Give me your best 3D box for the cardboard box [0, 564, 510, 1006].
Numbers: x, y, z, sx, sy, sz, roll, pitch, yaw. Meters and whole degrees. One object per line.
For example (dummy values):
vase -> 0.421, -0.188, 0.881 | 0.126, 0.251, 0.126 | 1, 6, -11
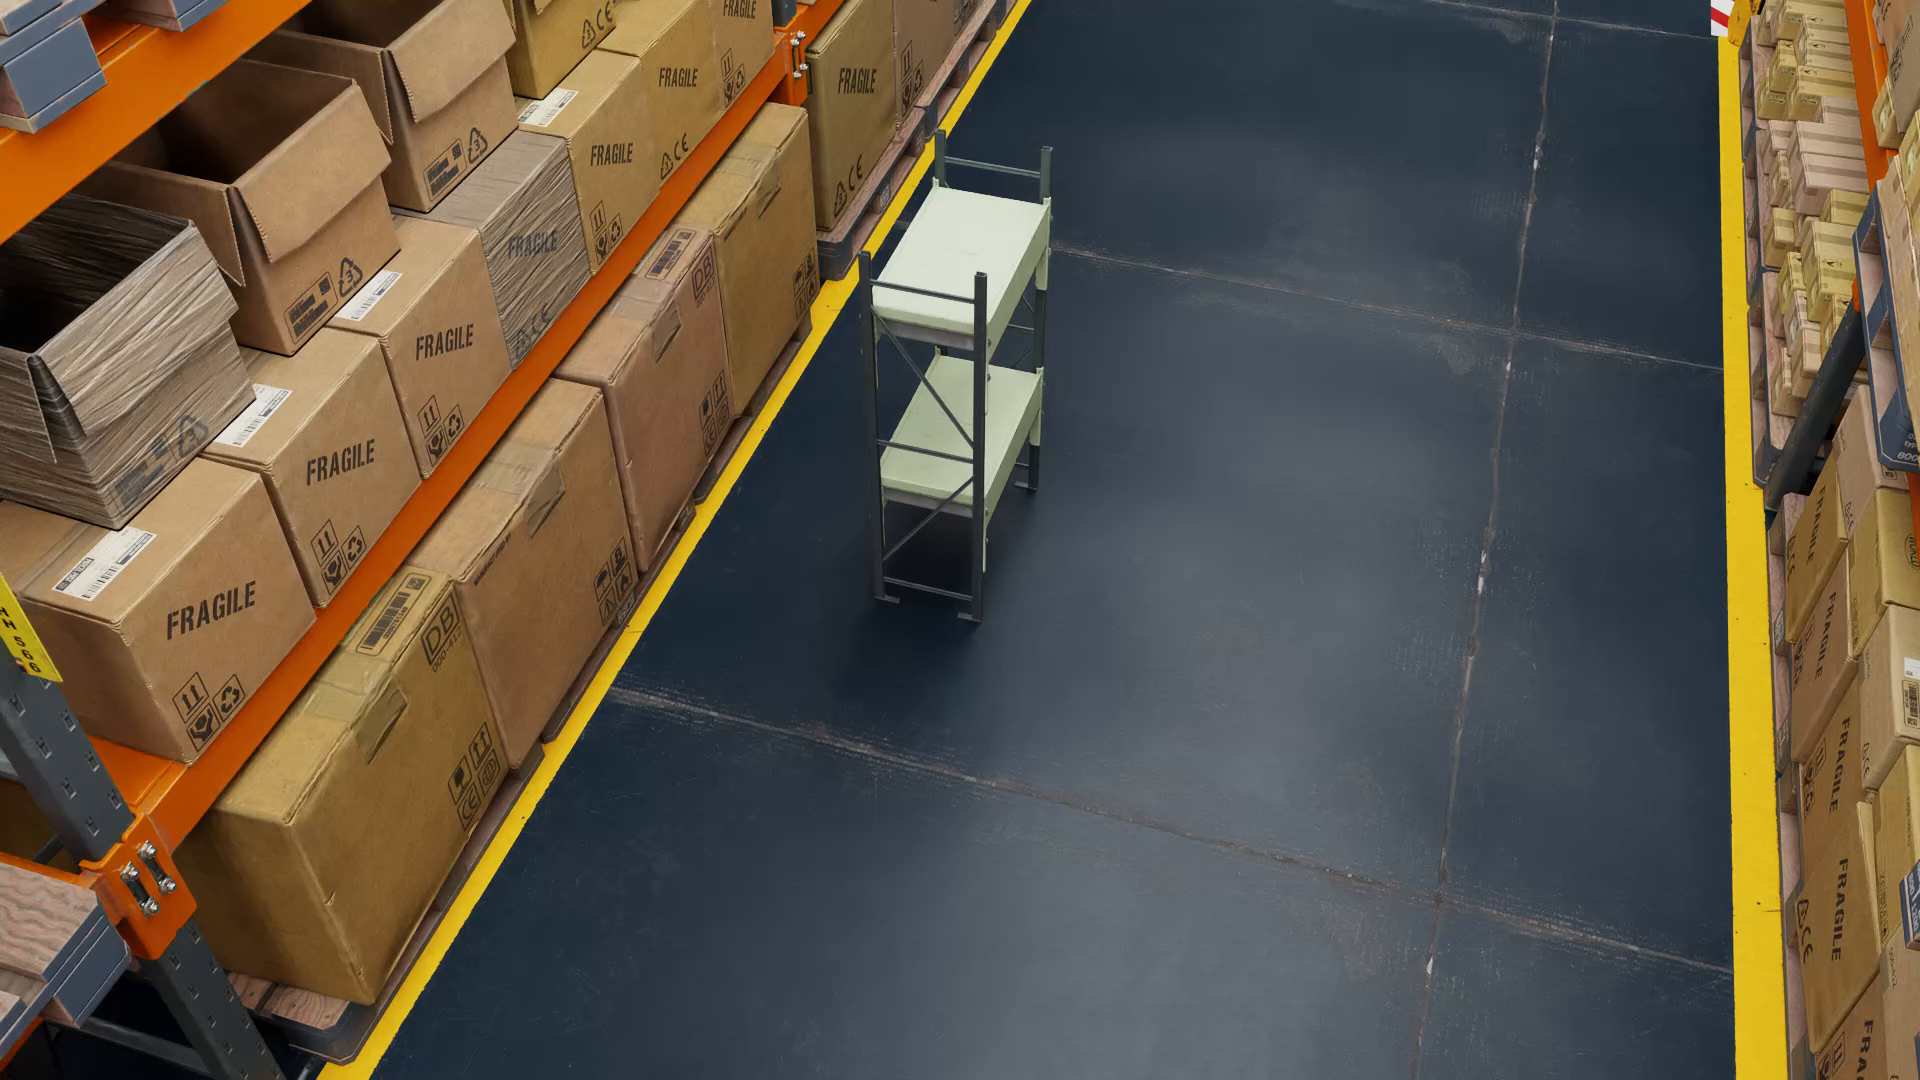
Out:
cardboard box -> -2.108, 0.585, 4.727 | 1.225, 0.875, 0.875 | 11, 45, 11

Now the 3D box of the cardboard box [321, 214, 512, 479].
cardboard box -> -1.625, -0.558, 4.604 | 0.500, 0.500, 0.500 | 12, 46, 12

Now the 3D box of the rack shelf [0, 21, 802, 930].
rack shelf -> -1.732, -0.645, 5.279 | 1.077, 0.370, 4.000 | 13, 46, 13

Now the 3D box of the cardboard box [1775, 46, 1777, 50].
cardboard box -> 4.317, -2.442, 8.338 | 0.380, 0.149, 0.250 | 12, 46, 12

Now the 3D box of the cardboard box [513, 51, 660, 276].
cardboard box -> -1.315, -1.223, 5.284 | 0.500, 0.500, 0.500 | 12, 46, 12

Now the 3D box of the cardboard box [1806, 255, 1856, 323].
cardboard box -> 3.470, -0.932, 6.371 | 0.380, 0.149, 0.250 | 13, 46, 13

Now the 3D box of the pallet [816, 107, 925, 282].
pallet -> -0.821, -1.729, 7.866 | 1.003, 0.211, 1.213 | 13, 46, 13

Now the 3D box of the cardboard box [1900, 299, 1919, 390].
cardboard box -> 2.778, -0.494, 4.489 | 0.380, 0.149, 0.250 | 13, 46, 13

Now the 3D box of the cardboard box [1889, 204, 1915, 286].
cardboard box -> 2.934, -0.826, 4.829 | 0.380, 0.149, 0.250 | 13, 46, 13

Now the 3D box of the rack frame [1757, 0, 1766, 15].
rack frame -> 4.782, -3.784, 7.972 | 1.000, 3.000, 0.127 | 13, 46, 13

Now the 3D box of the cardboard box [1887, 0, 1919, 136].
cardboard box -> 3.448, -1.642, 5.499 | 0.500, 0.500, 0.500 | 13, 46, 13

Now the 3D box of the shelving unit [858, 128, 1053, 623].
shelving unit -> -0.002, -0.532, 5.721 | 0.431, 1.500, 0.755 | 13, 46, 12

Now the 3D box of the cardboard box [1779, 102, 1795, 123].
cardboard box -> 4.080, -1.937, 7.823 | 0.380, 0.149, 0.250 | 13, 46, 13

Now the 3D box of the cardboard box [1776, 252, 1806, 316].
cardboard box -> 3.497, -0.998, 6.650 | 0.380, 0.149, 0.250 | 11, 45, 11

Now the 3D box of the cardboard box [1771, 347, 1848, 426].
cardboard box -> 3.365, -0.582, 6.438 | 0.380, 0.149, 0.250 | 13, 46, 13

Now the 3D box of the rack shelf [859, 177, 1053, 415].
rack shelf -> -0.002, -0.811, 5.448 | 0.431, 0.370, 0.720 | 13, 46, 12

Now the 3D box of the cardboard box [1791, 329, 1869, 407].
cardboard box -> 3.363, -0.632, 6.277 | 0.380, 0.149, 0.250 | 13, 46, 13

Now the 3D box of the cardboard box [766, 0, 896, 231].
cardboard box -> -0.850, -2.049, 7.418 | 0.875, 0.875, 0.875 | 13, 46, 13

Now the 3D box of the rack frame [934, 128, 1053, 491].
rack frame -> 0.109, -0.776, 5.970 | 0.400, 1.500, 0.023 | 13, 46, 12

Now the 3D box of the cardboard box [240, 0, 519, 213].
cardboard box -> -1.704, -1.329, 4.675 | 0.797, 0.503, 0.637 | 14, 46, 14

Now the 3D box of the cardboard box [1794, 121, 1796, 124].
cardboard box -> 4.081, -2.029, 7.704 | 0.380, 0.149, 0.250 | 11, 45, 11

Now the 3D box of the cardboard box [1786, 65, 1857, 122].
cardboard box -> 3.920, -1.969, 7.430 | 0.380, 0.149, 0.250 | 13, 46, 13

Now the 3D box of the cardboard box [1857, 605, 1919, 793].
cardboard box -> 2.777, 0.489, 4.556 | 0.500, 0.250, 0.500 | 14, 46, 14

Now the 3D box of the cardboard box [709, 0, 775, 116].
cardboard box -> -1.007, -1.901, 5.977 | 0.500, 0.500, 0.500 | 13, 46, 13

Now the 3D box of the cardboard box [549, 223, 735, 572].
cardboard box -> -1.571, -0.599, 5.937 | 1.225, 0.875, 0.875 | 11, 45, 11

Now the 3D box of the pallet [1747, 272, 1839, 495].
pallet -> 3.740, -0.576, 6.688 | 1.003, 0.211, 1.213 | 13, 46, 13

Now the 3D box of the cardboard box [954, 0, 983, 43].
cardboard box -> -0.308, -3.242, 8.637 | 0.875, 0.875, 0.875 | 13, 46, 13

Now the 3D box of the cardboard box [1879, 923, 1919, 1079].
cardboard box -> 2.459, 1.174, 3.857 | 0.500, 0.250, 0.500 | 13, 46, 13

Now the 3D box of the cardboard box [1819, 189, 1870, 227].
cardboard box -> 3.691, -1.256, 6.702 | 0.380, 0.149, 0.250 | 14, 46, 14

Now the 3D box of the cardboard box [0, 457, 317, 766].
cardboard box -> -1.931, 0.129, 3.902 | 0.500, 0.500, 0.500 | 14, 46, 14

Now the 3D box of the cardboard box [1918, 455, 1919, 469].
cardboard box -> 2.622, -0.141, 4.129 | 0.380, 0.149, 0.250 | 12, 46, 12

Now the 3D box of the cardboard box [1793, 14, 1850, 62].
cardboard box -> 4.136, -2.317, 7.786 | 0.380, 0.149, 0.250 | 10, 45, 11

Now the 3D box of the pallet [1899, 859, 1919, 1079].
pallet -> 2.473, 1.120, 3.098 | 1.213, 0.211, 1.003 | 13, 46, 13

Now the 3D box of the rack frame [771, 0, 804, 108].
rack frame -> -1.126, -2.235, 6.390 | 1.000, 3.000, 0.127 | 13, 46, 13

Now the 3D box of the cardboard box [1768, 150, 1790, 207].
cardboard box -> 3.862, -1.599, 7.478 | 0.380, 0.149, 0.250 | 13, 46, 13

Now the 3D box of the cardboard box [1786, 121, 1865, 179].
cardboard box -> 3.755, -1.638, 7.092 | 0.380, 0.149, 0.250 | 11, 45, 11

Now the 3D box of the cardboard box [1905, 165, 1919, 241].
cardboard box -> 2.936, -0.946, 4.738 | 0.380, 0.149, 0.250 | 12, 46, 12

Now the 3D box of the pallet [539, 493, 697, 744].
pallet -> -1.655, 0.108, 5.989 | 1.003, 0.211, 1.213 | 13, 46, 13

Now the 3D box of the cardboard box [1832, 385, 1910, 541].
cardboard box -> 3.095, -0.205, 5.266 | 0.500, 0.250, 0.500 | 11, 45, 11

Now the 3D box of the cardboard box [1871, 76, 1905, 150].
cardboard box -> 3.408, -1.462, 5.779 | 0.380, 0.149, 0.250 | 11, 46, 11

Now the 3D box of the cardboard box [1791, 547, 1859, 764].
cardboard box -> 2.935, 0.415, 5.168 | 0.500, 0.500, 0.500 | 14, 46, 14

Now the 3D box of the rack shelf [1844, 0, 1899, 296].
rack shelf -> 4.176, -2.193, 6.861 | 1.077, 0.370, 4.000 | 13, 46, 13

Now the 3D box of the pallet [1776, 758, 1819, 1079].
pallet -> 2.968, 1.214, 4.858 | 1.003, 0.211, 1.213 | 13, 46, 13

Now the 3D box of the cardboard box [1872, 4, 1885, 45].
cardboard box -> 3.701, -1.982, 6.310 | 0.380, 0.149, 0.250 | 11, 45, 11

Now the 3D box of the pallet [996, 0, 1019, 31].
pallet -> -0.082, -3.355, 9.528 | 1.003, 0.211, 1.213 | 13, 46, 13

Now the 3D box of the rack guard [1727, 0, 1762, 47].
rack guard -> 4.759, -2.840, 8.794 | 1.175, 0.500, 0.348 | 13, 46, 13

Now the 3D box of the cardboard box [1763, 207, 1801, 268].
cardboard box -> 3.678, -1.272, 7.143 | 0.380, 0.149, 0.250 | 12, 46, 12

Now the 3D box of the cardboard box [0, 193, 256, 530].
cardboard box -> -2.100, -0.447, 3.774 | 0.797, 0.503, 0.637 | 14, 46, 14

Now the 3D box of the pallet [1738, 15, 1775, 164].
pallet -> 4.479, -2.202, 8.350 | 1.003, 0.211, 1.213 | 13, 46, 13

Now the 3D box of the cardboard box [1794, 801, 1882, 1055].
cardboard box -> 2.615, 1.097, 4.471 | 0.500, 0.500, 0.500 | 11, 45, 11
